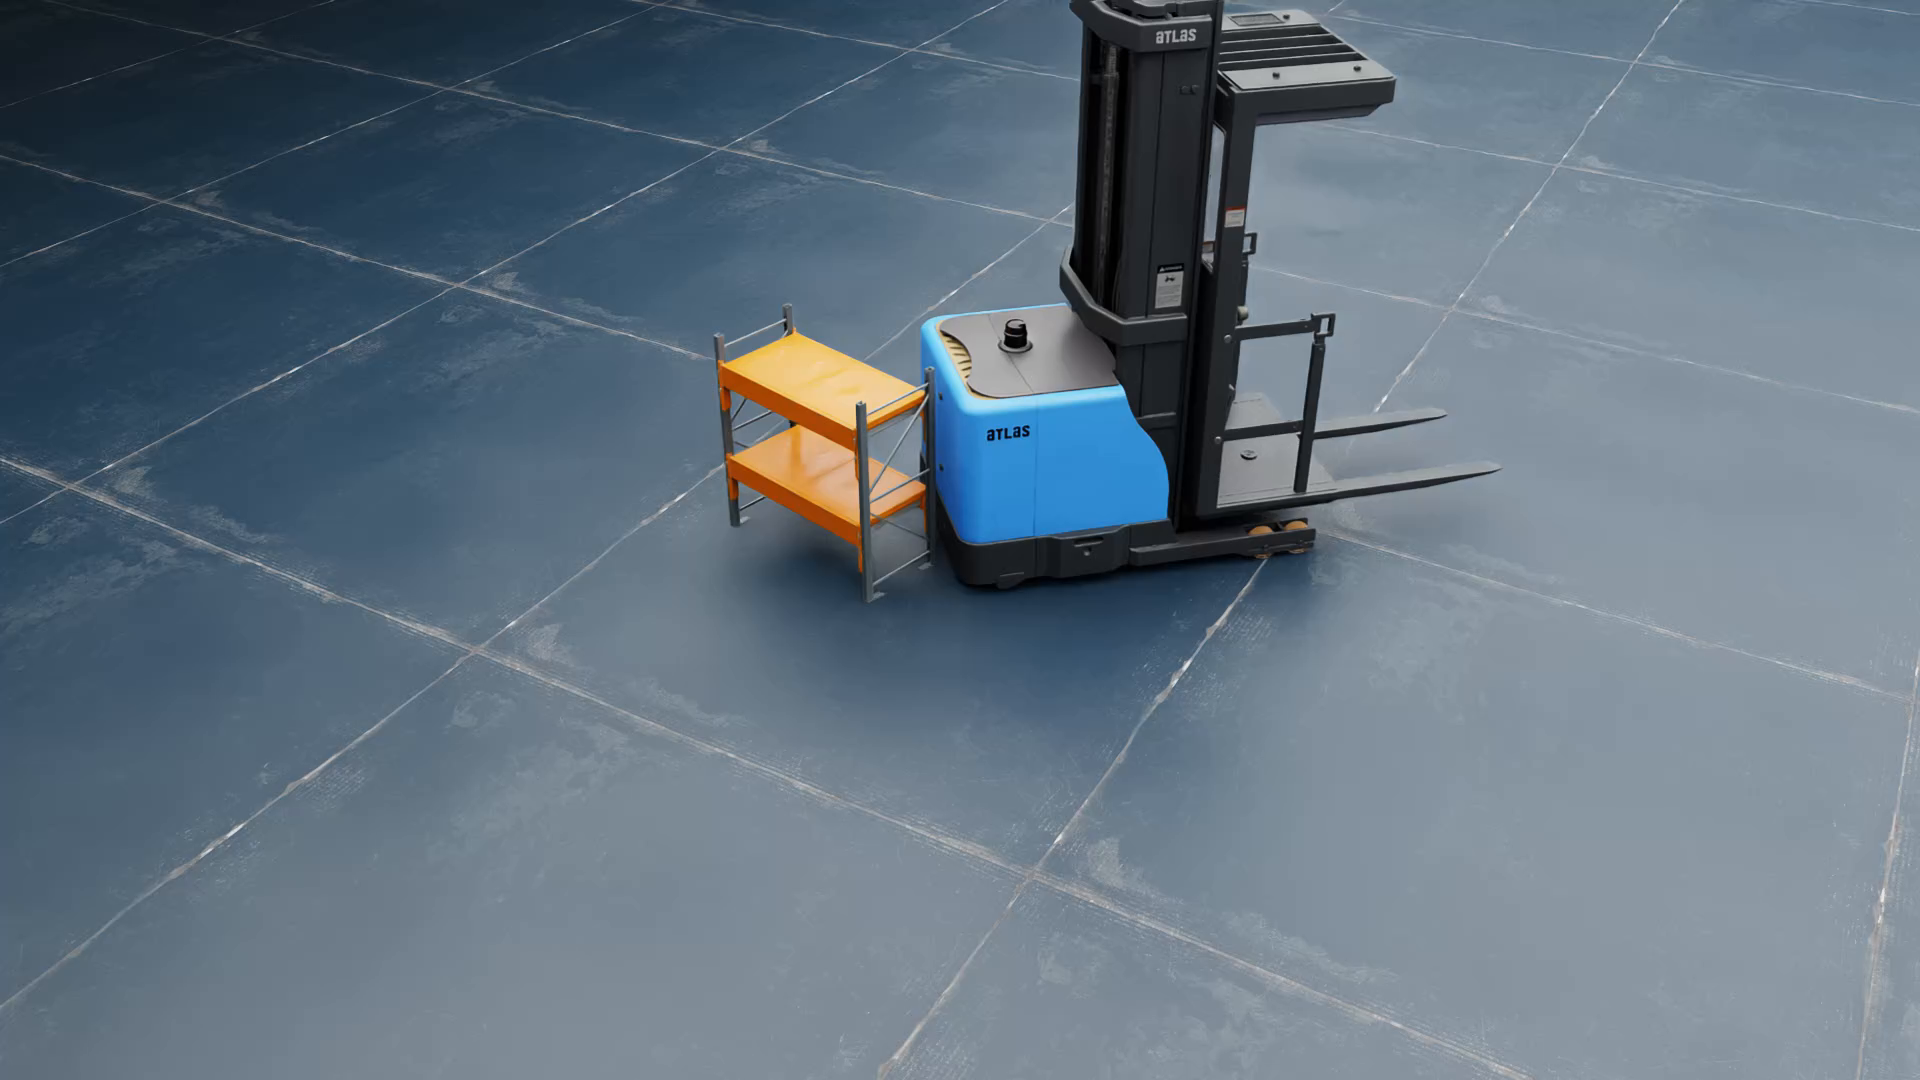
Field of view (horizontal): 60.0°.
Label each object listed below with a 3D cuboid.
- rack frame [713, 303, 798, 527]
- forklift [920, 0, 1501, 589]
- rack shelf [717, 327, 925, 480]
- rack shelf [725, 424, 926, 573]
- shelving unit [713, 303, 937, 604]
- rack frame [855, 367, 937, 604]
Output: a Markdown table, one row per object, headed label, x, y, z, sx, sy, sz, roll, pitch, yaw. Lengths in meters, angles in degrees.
| label | x | y | z | sx | sy | sz | roll | pitch | yaw |
| --- | --- | --- | --- | --- | --- | --- | --- | --- | --- |
| rack frame | -1.042 | -0.643 | 8.700 | 0.032 | 1.125 | 0.500 | 28 | 42 | 35 |
| forklift | 1.358 | -1.401 | 8.210 | 3.031 | 2.935 | 1.130 | -8 | 34 | -11 |
| rack shelf | -0.672 | -0.693 | 8.248 | 1.000 | 0.278 | 0.538 | 28 | 42 | 35 |
| rack shelf | -0.672 | -0.246 | 8.546 | 1.000 | 0.278 | 0.538 | 28 | 42 | 35 |
| shelving unit | -0.672 | -0.450 | 8.411 | 1.048 | 1.125 | 0.538 | 28 | 42 | 35 |
| rack frame | -0.301 | -0.257 | 8.121 | 0.032 | 1.125 | 0.500 | 28 | 42 | 35 |
